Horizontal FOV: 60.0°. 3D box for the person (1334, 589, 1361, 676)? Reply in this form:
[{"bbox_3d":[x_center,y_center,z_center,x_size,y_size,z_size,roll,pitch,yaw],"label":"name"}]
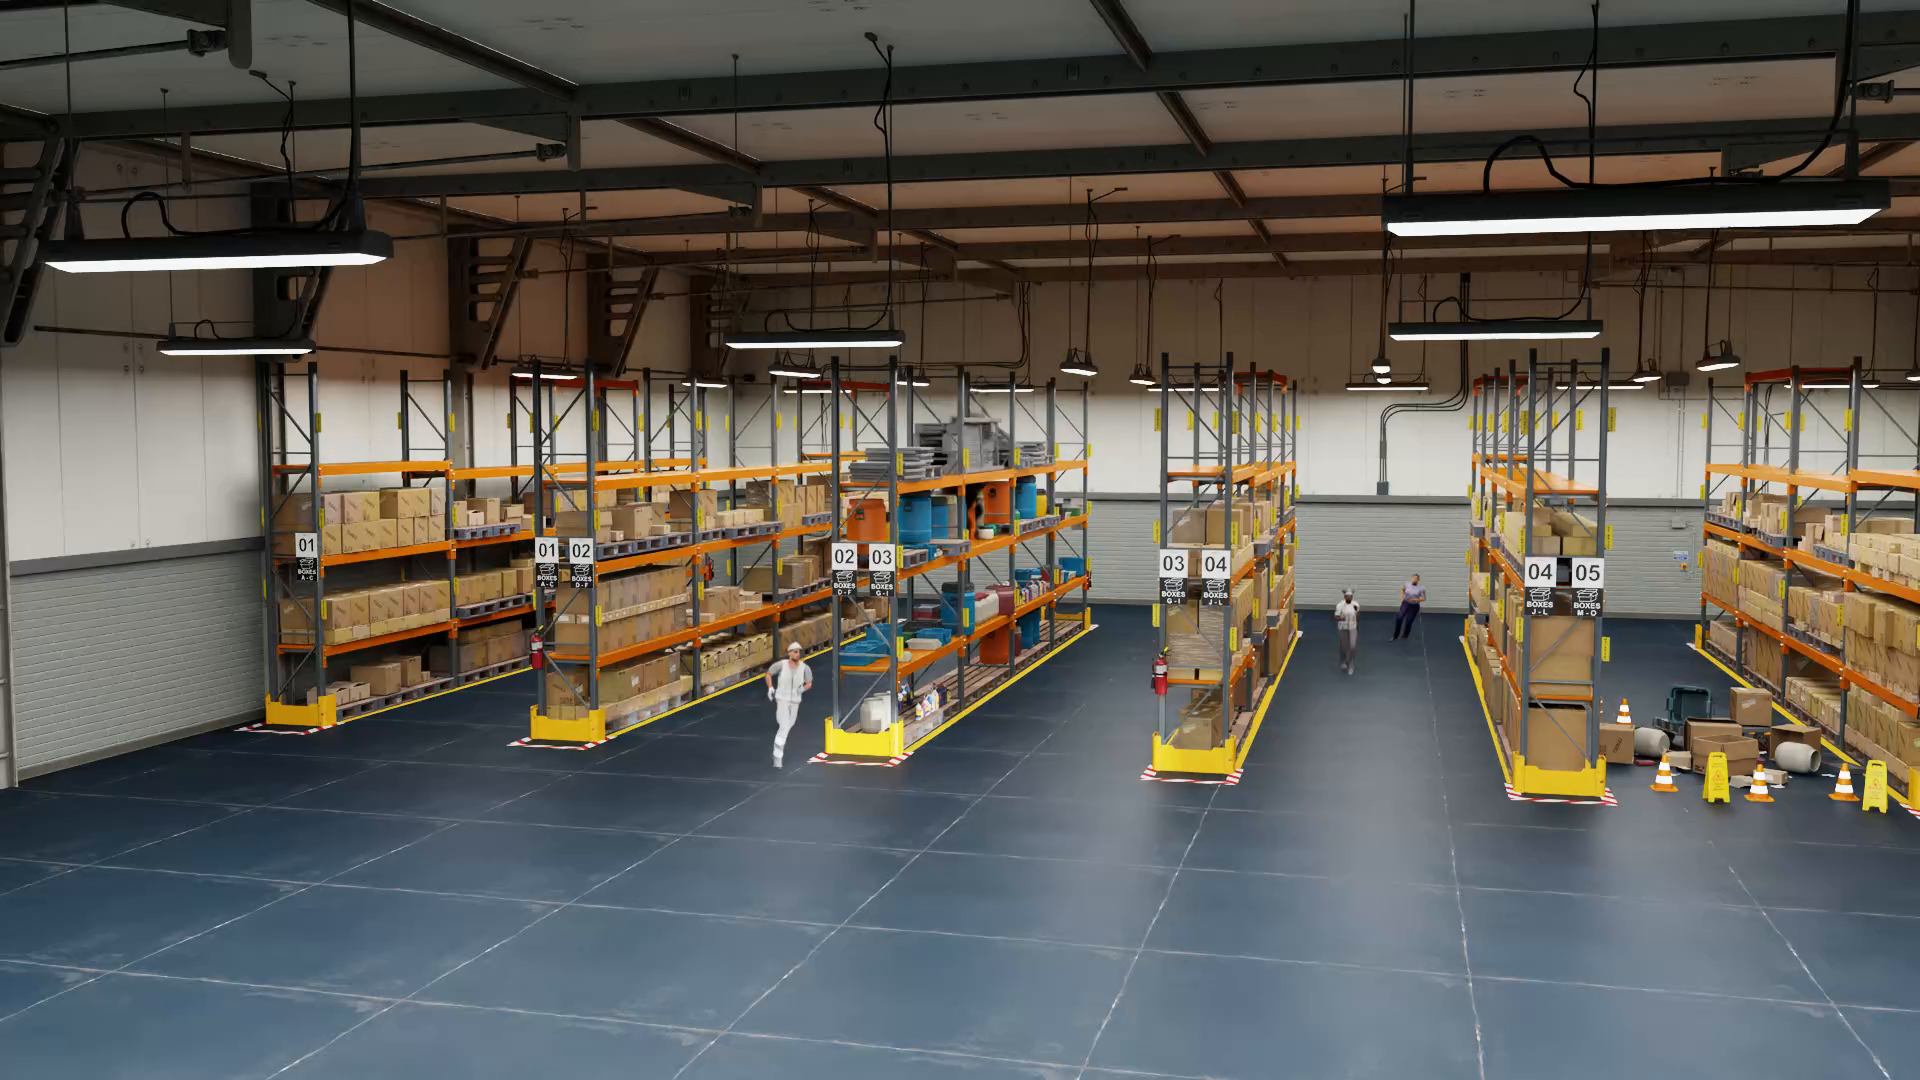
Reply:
[{"bbox_3d":[7.763,1.815,33.329,0.531,1.720,0.866,1,4,9],"label":"person"}]

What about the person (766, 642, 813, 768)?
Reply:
[{"bbox_3d":[-2.497,2.411,24.449,0.660,1.819,0.707,-2,4,-26],"label":"person"}]

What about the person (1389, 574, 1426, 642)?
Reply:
[{"bbox_3d":[10.305,1.544,38.105,0.761,1.591,0.749,2,5,28],"label":"person"}]
